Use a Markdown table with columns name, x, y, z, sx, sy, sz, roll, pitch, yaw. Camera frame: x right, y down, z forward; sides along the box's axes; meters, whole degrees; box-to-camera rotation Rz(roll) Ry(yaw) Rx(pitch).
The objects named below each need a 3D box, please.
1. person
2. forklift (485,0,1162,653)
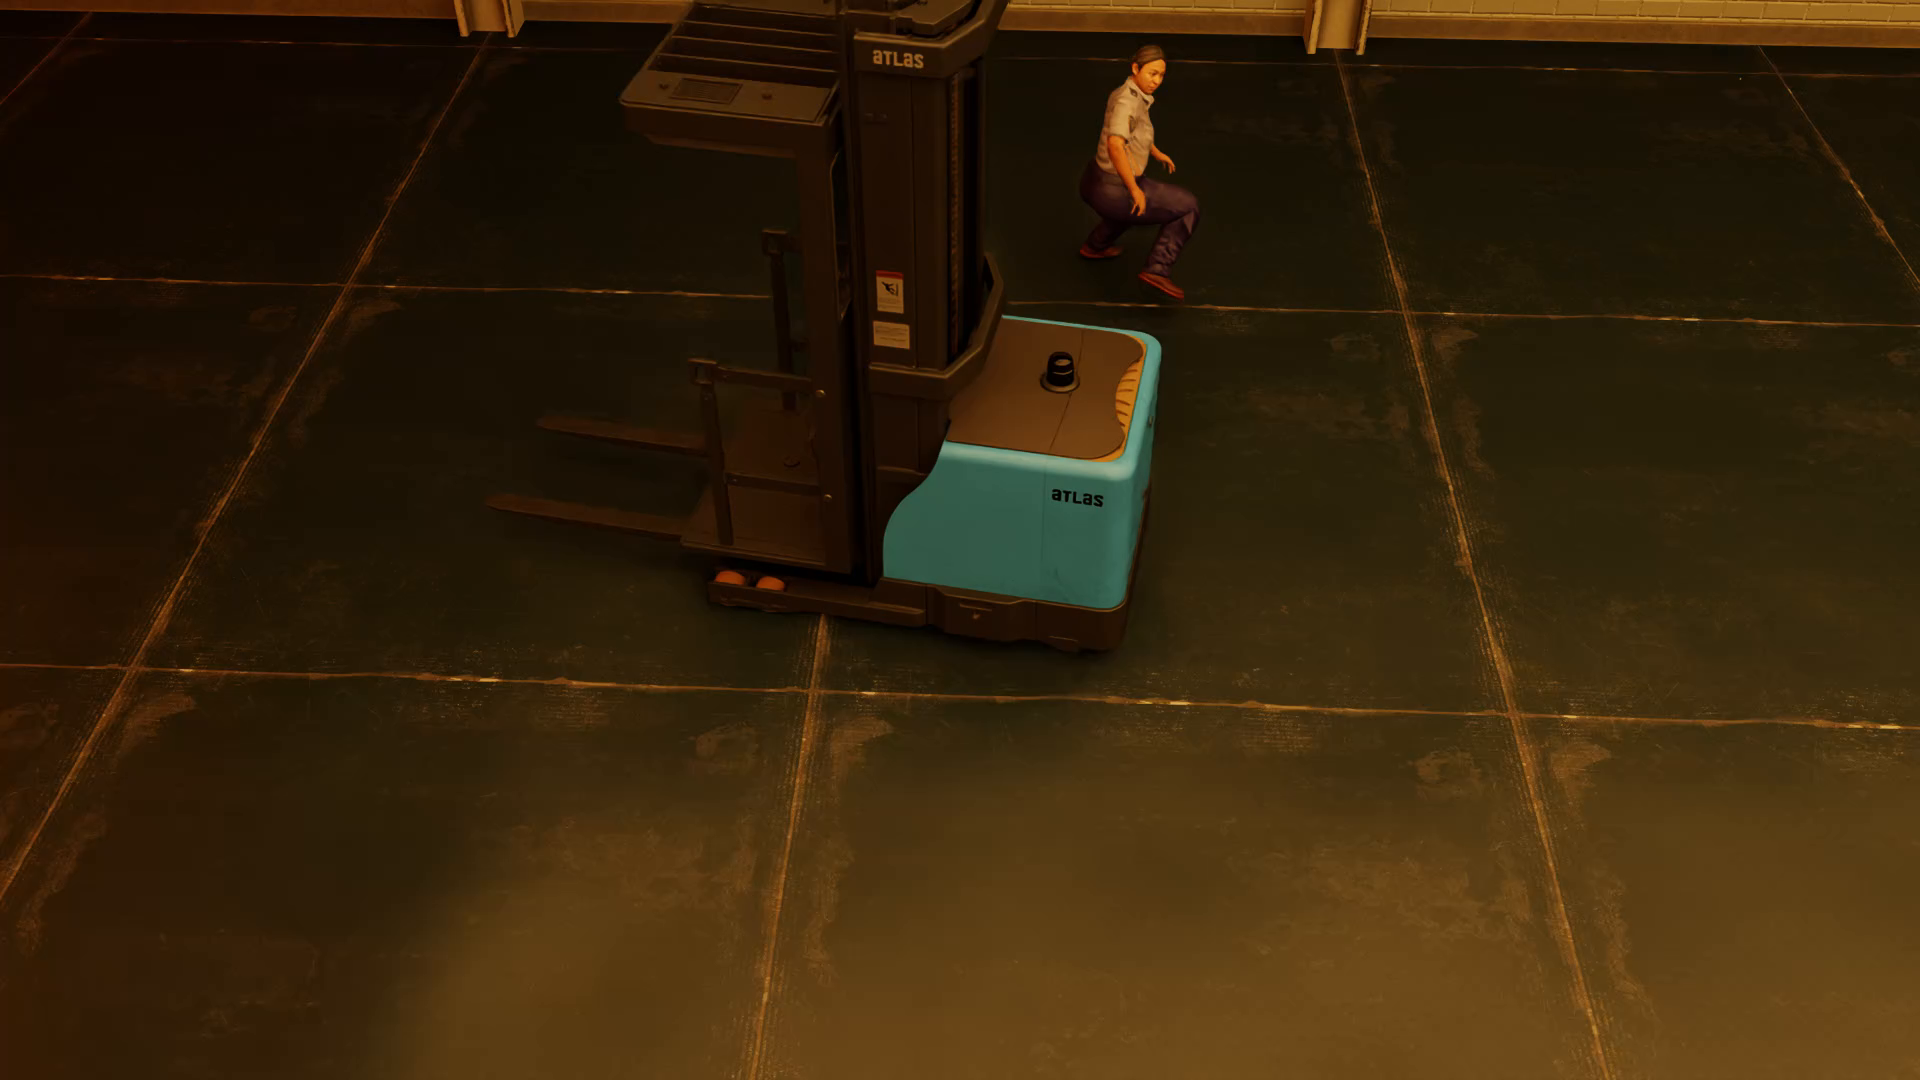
| name | x | y | z | sx | sy | sz | roll | pitch | yaw |
| --- | --- | --- | --- | --- | --- | --- | --- | --- | --- |
| person | 0.970 | -1.988 | 9.089 | 0.631 | 1.432 | 0.771 | -8 | 43 | -9 |
| forklift | -0.671 | -1.092 | 6.938 | 3.031 | 2.935 | 1.130 | 8 | 43 | 9 |
